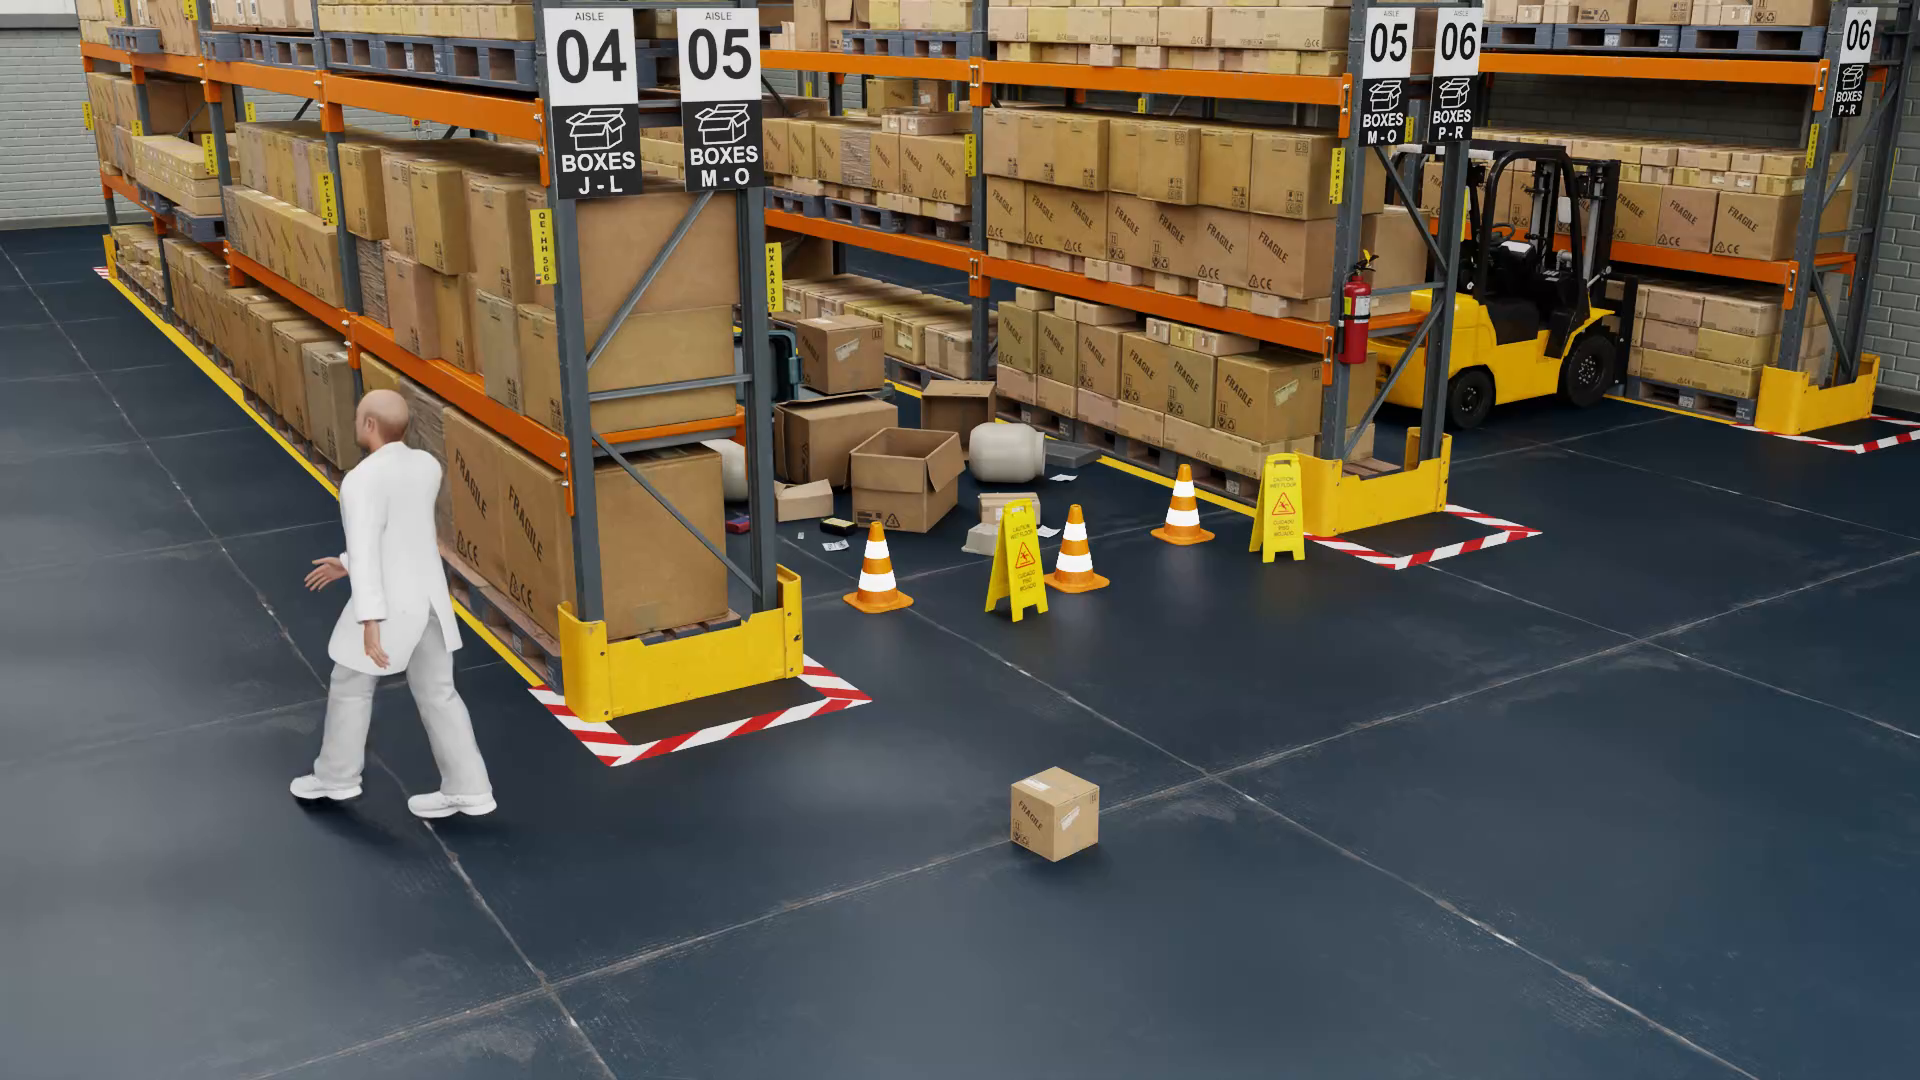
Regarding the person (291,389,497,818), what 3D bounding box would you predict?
[{"bbox_3d":[-2.358,0.267,6.712,0.975,1.742,0.690,7,19,22],"label":"person"}]
